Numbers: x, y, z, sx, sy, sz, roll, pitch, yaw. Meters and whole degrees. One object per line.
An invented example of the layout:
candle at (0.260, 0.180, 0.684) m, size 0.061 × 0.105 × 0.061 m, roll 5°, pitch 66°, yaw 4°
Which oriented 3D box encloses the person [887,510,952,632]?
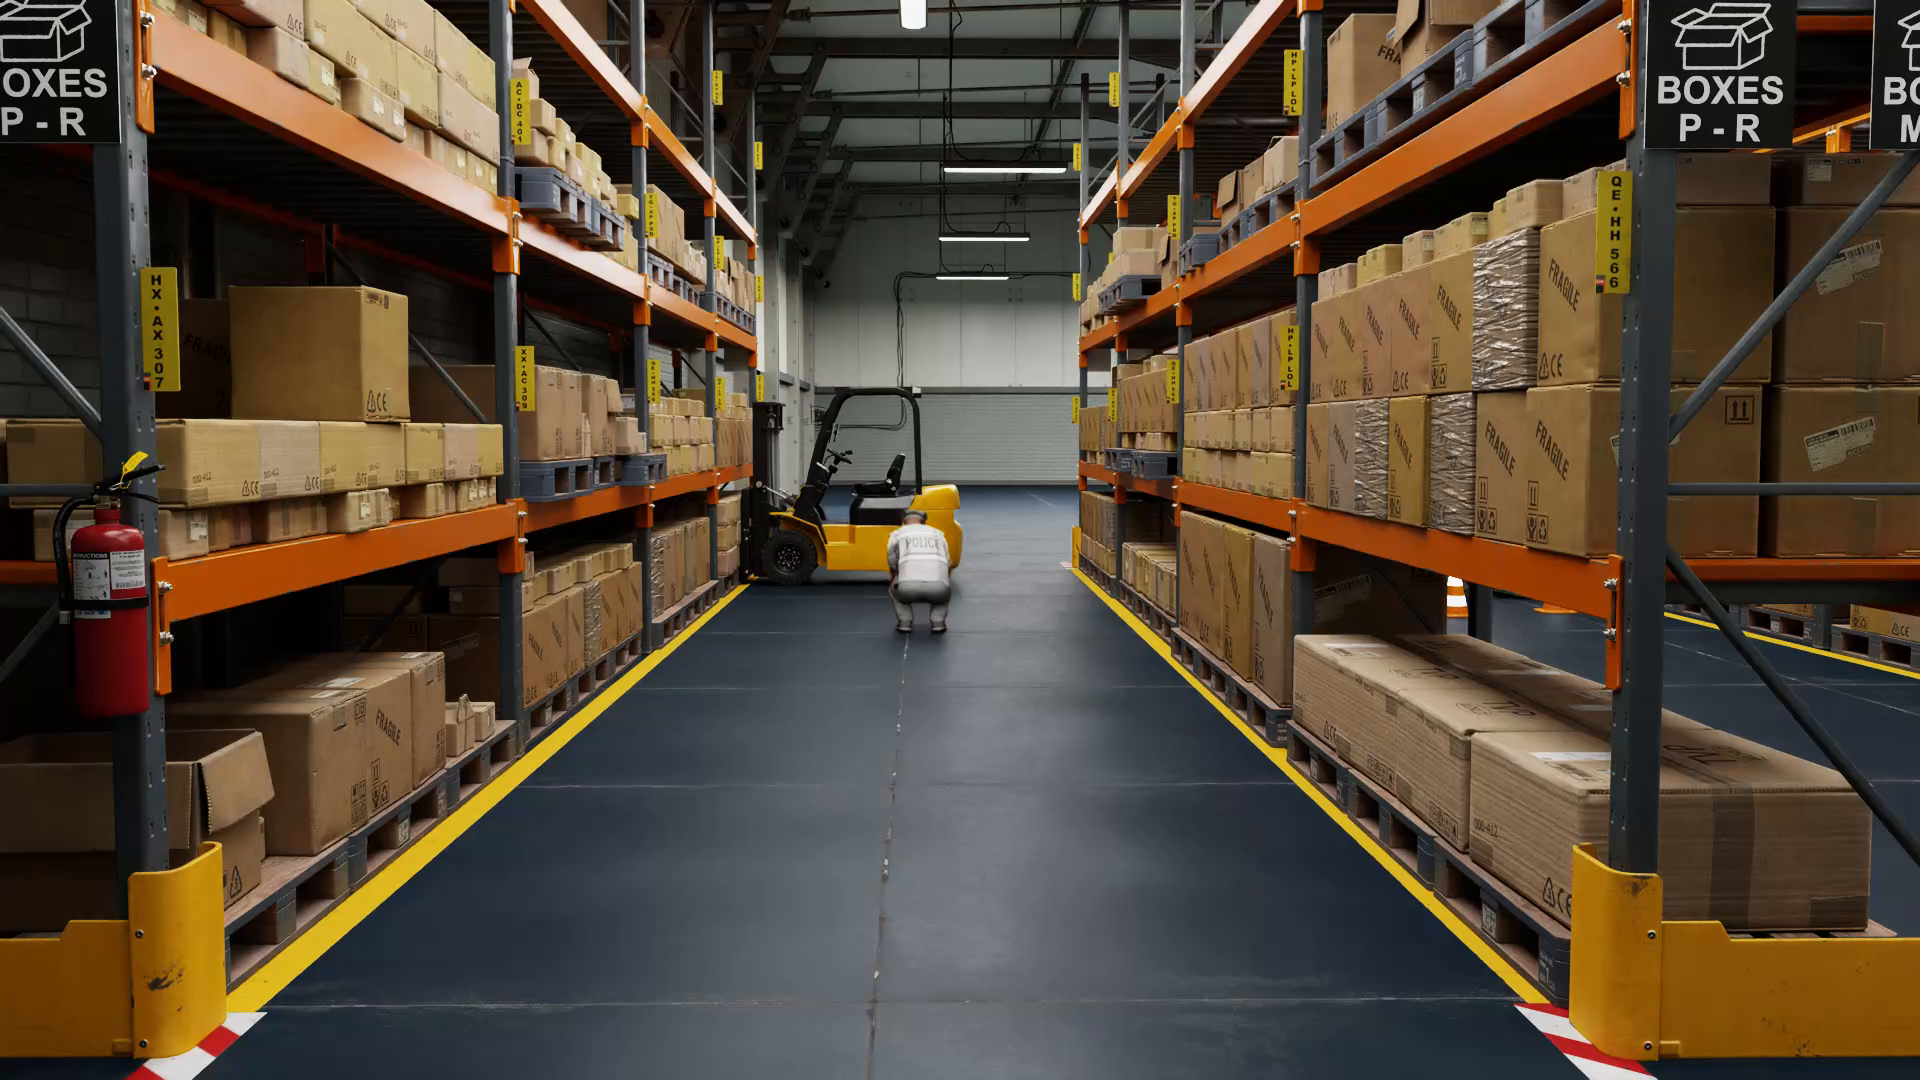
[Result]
person at (-0.342, 0.257, 14.050) m, size 0.561 × 1.009 × 0.903 m, roll 0°, pitch 4°, yaw -1°
